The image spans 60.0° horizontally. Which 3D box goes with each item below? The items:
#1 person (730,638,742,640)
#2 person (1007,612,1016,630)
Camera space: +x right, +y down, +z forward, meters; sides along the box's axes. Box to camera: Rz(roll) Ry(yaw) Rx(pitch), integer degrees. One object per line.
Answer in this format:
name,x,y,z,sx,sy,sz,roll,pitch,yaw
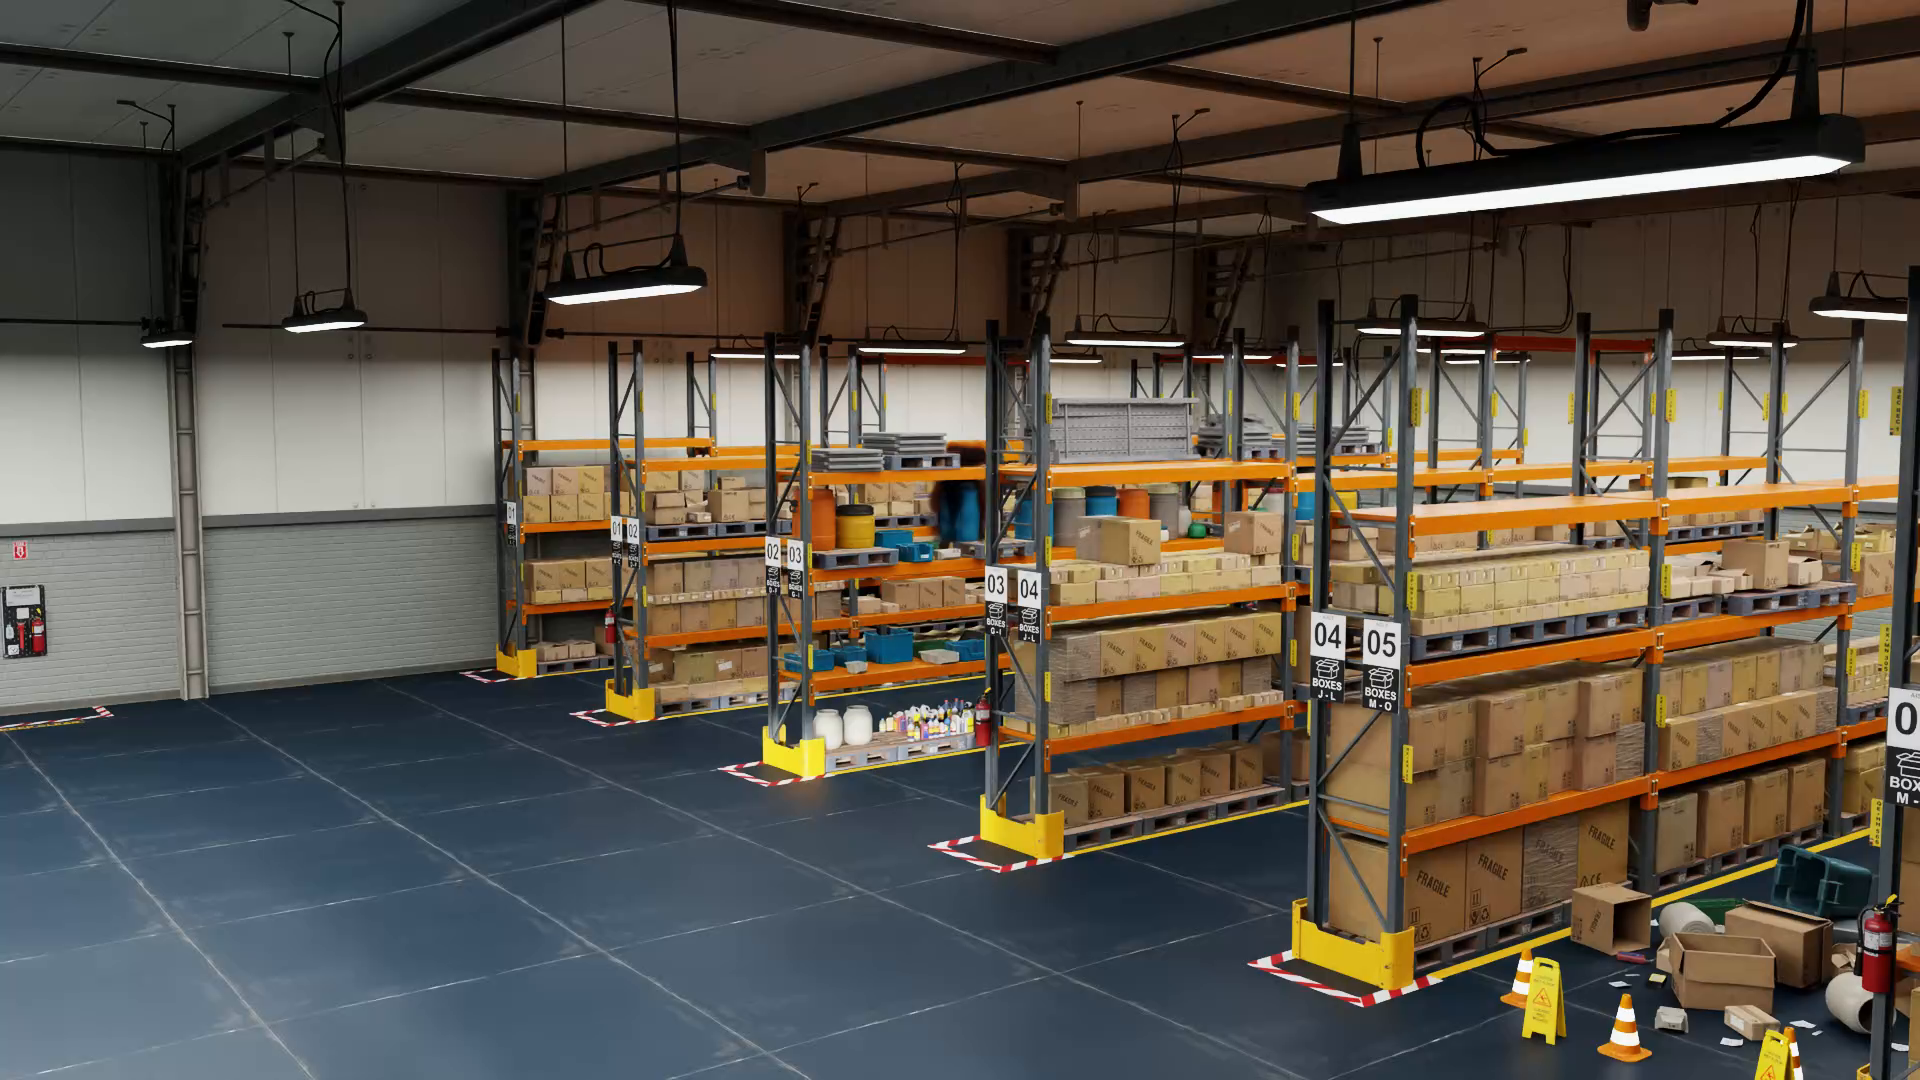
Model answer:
person,-4.101,1.590,30.653,0.410,1.784,0.555,3,6,33
person,1.208,1.302,34.486,0.878,1.808,0.734,-4,6,-37
